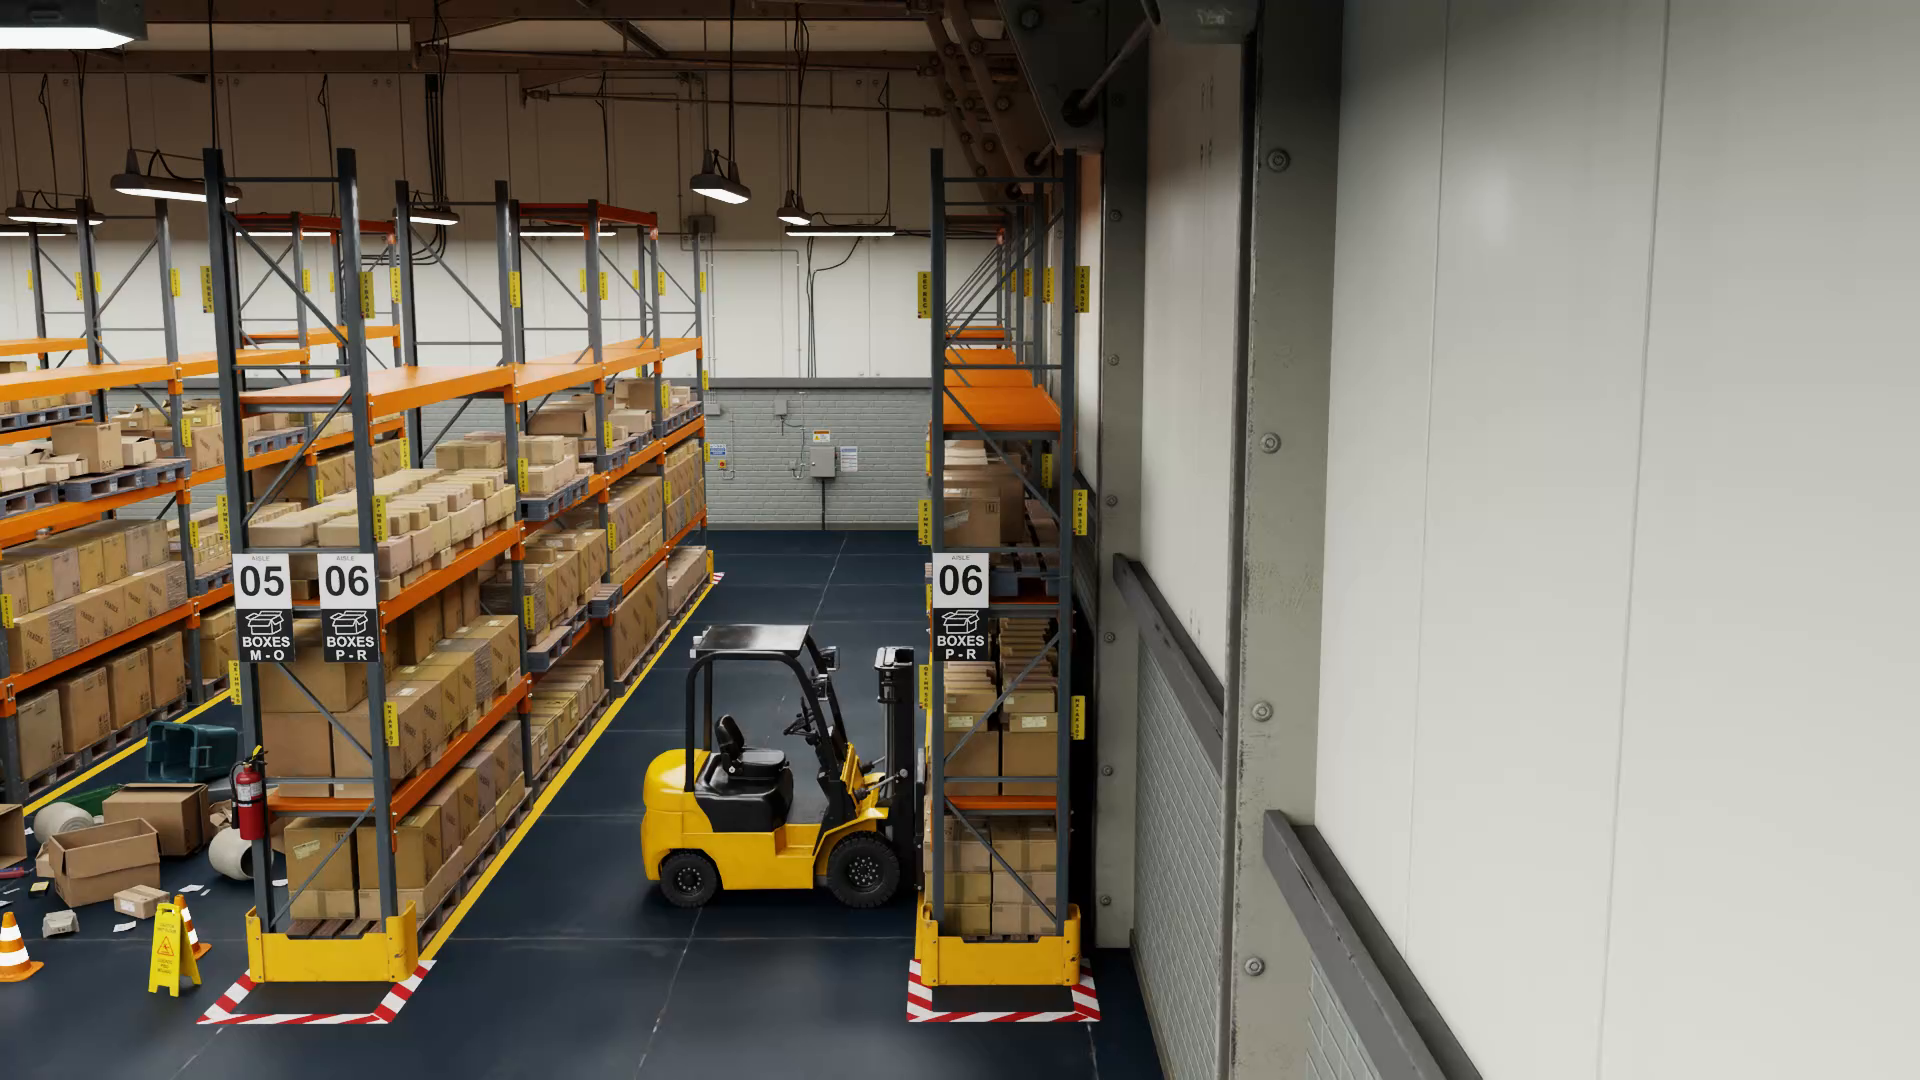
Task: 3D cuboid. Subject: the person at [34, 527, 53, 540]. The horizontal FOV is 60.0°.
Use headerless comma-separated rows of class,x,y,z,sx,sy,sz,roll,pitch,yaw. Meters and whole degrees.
person,-12.762,0.608,23.212,0.601,1.706,0.910,-1,9,-6
